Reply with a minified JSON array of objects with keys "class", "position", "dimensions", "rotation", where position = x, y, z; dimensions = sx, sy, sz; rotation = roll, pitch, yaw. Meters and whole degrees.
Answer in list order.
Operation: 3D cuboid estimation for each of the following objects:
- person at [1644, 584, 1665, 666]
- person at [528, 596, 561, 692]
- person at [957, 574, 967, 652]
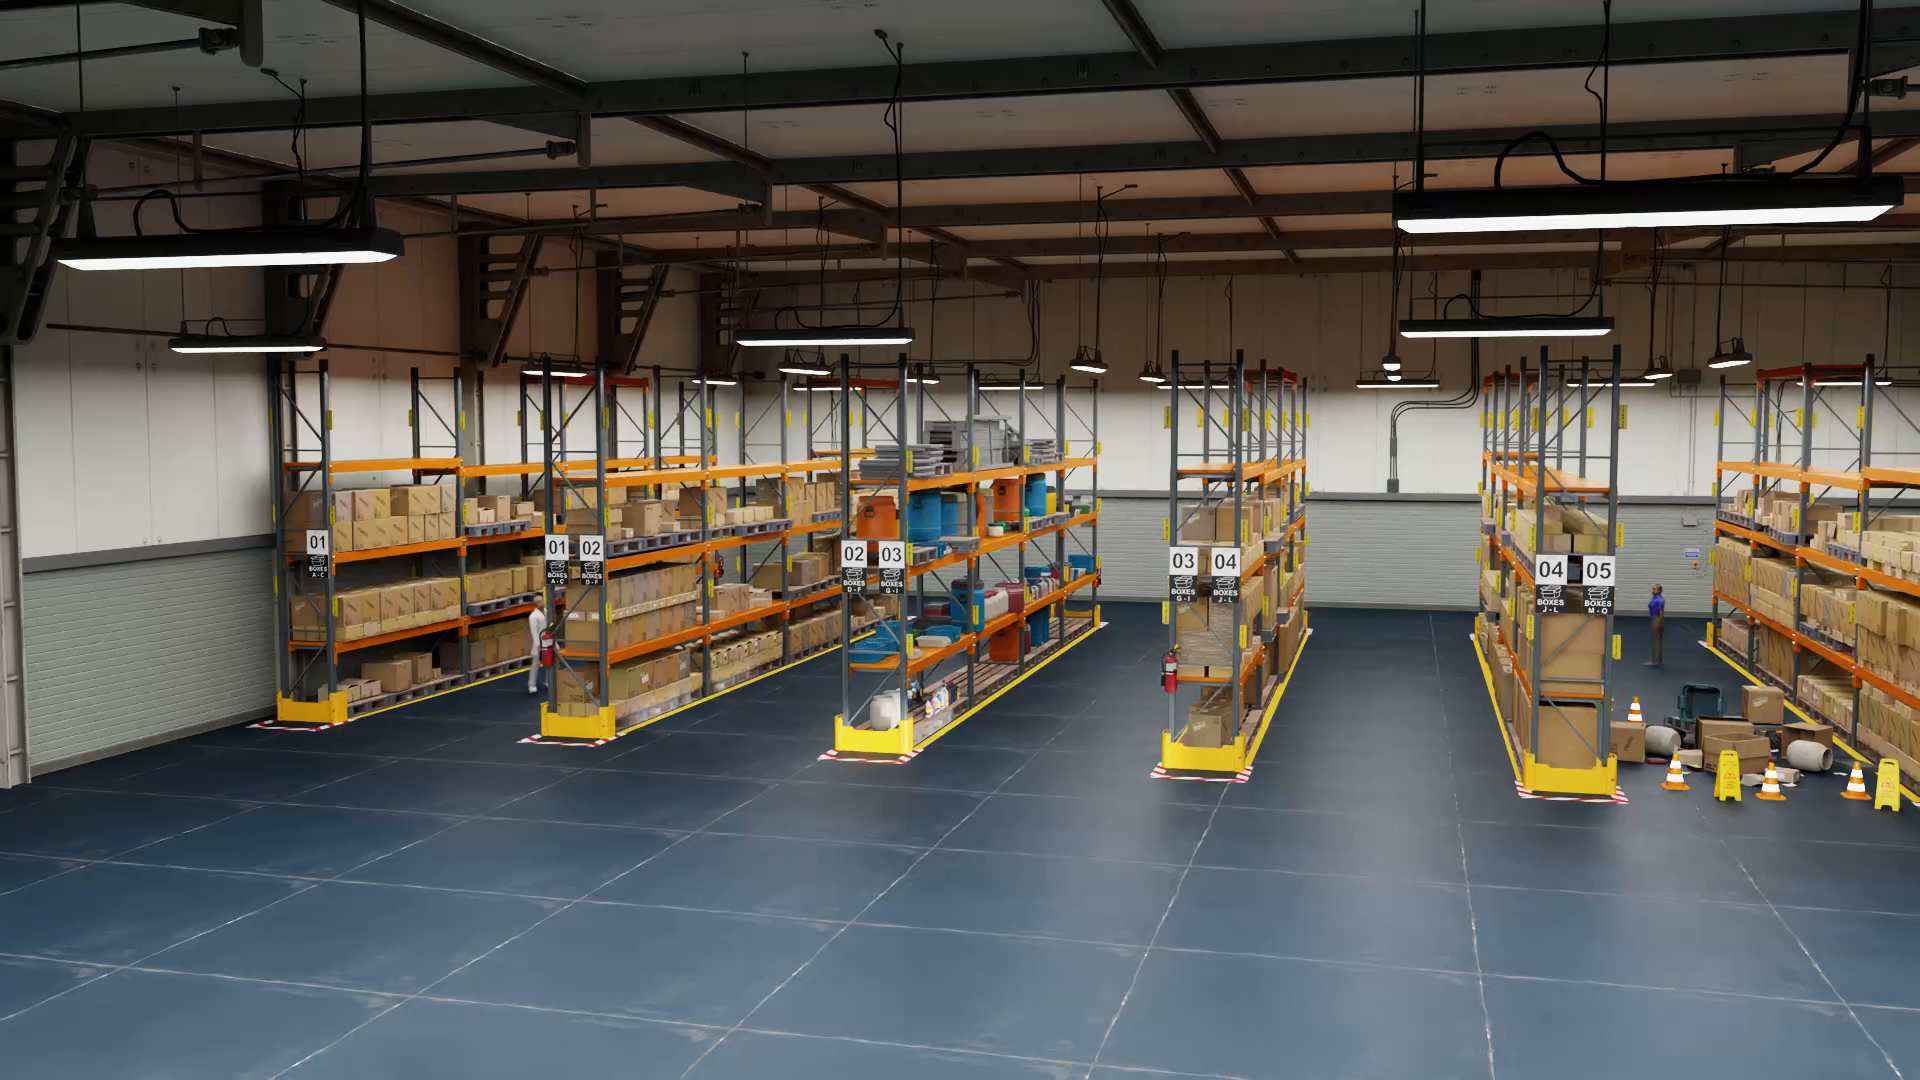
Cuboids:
[{"class":"person","position":[14.266,1.731,34.114],"dimensions":[0.360,1.659,0.506],"rotation":[2,5,25]},{"class":"person","position":[-7.668,1.930,30.685],"dimensions":[0.548,1.823,0.691],"rotation":[2,5,31]},{"class":"person","position":[0.080,1.575,36.149],"dimensions":[0.495,1.695,0.531],"rotation":[0,4,-6]}]
